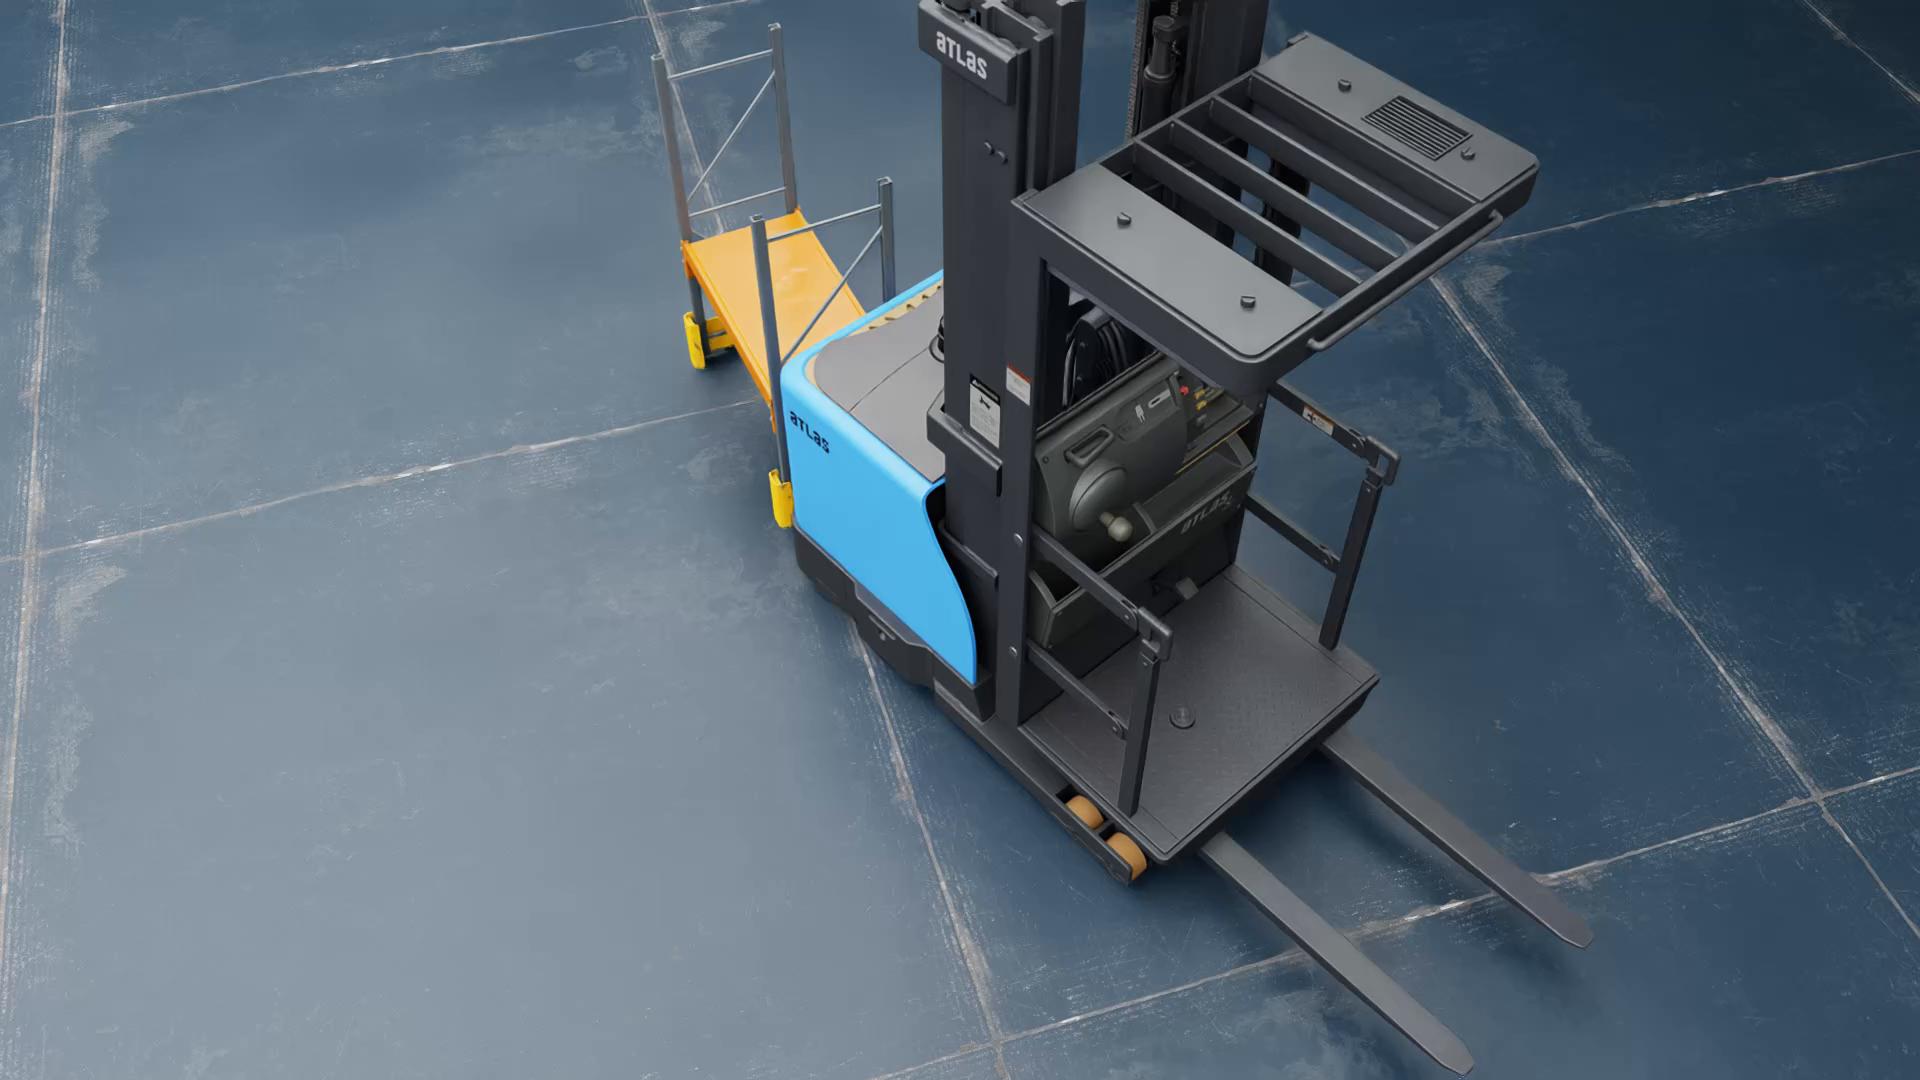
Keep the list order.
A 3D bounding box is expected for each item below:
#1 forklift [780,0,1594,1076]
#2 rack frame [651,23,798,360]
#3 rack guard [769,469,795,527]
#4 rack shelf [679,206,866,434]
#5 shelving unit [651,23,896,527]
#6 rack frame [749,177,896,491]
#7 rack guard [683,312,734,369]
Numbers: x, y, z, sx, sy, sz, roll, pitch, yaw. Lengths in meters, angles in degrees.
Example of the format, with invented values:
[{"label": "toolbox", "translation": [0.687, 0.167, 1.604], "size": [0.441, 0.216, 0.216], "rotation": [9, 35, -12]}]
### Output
[{"label": "forklift", "translation": [0.728, -0.249, 4.833], "size": [1.130, 2.935, 3.031], "rotation": [-34, 58, -25]}, {"label": "rack frame", "translation": [-0.897, -1.354, 6.700], "size": [0.500, 1.500, 0.032], "rotation": [-20, 53, -16]}, {"label": "rack guard", "translation": [-0.462, -0.249, 6.586], "size": [0.587, 0.250, 0.087], "rotation": [-20, 53, -16]}, {"label": "rack shelf", "translation": [-0.679, -0.886, 6.541], "size": [0.538, 0.185, 1.000], "rotation": [-20, 53, -16]}, {"label": "shelving unit", "translation": [-0.675, -0.996, 6.398], "size": [0.587, 1.500, 1.083], "rotation": [-20, 53, -16]}, {"label": "rack frame", "translation": [-0.461, -0.651, 6.108], "size": [0.500, 1.500, 0.032], "rotation": [-20, 53, -16]}, {"label": "rack guard", "translation": [-0.889, -0.937, 7.166], "size": [0.587, 0.250, 0.087], "rotation": [-20, 53, -16]}]
